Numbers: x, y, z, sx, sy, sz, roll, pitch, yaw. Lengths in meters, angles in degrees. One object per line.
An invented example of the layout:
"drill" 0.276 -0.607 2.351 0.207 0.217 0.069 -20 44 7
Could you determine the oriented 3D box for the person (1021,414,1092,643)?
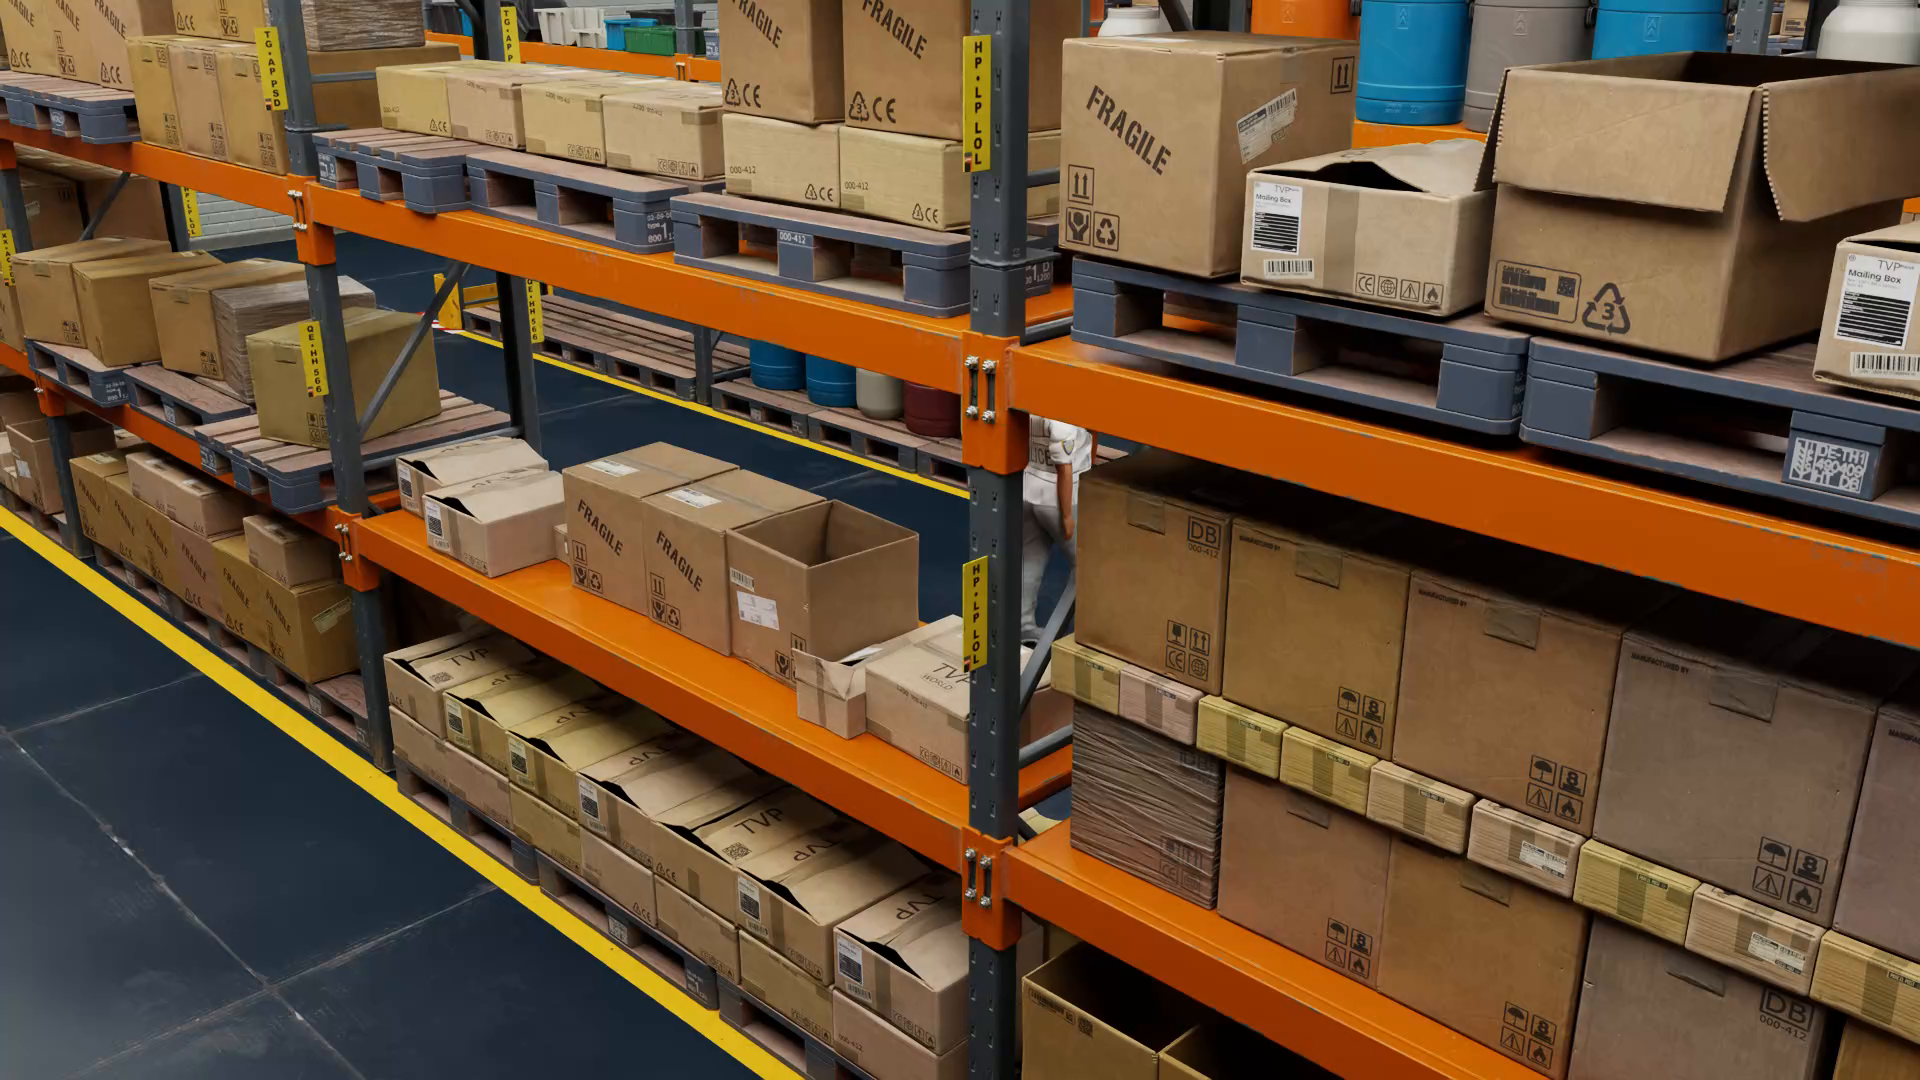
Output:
"person" 0.589 -0.236 9.198 0.702 1.647 0.487 -15 25 -34
